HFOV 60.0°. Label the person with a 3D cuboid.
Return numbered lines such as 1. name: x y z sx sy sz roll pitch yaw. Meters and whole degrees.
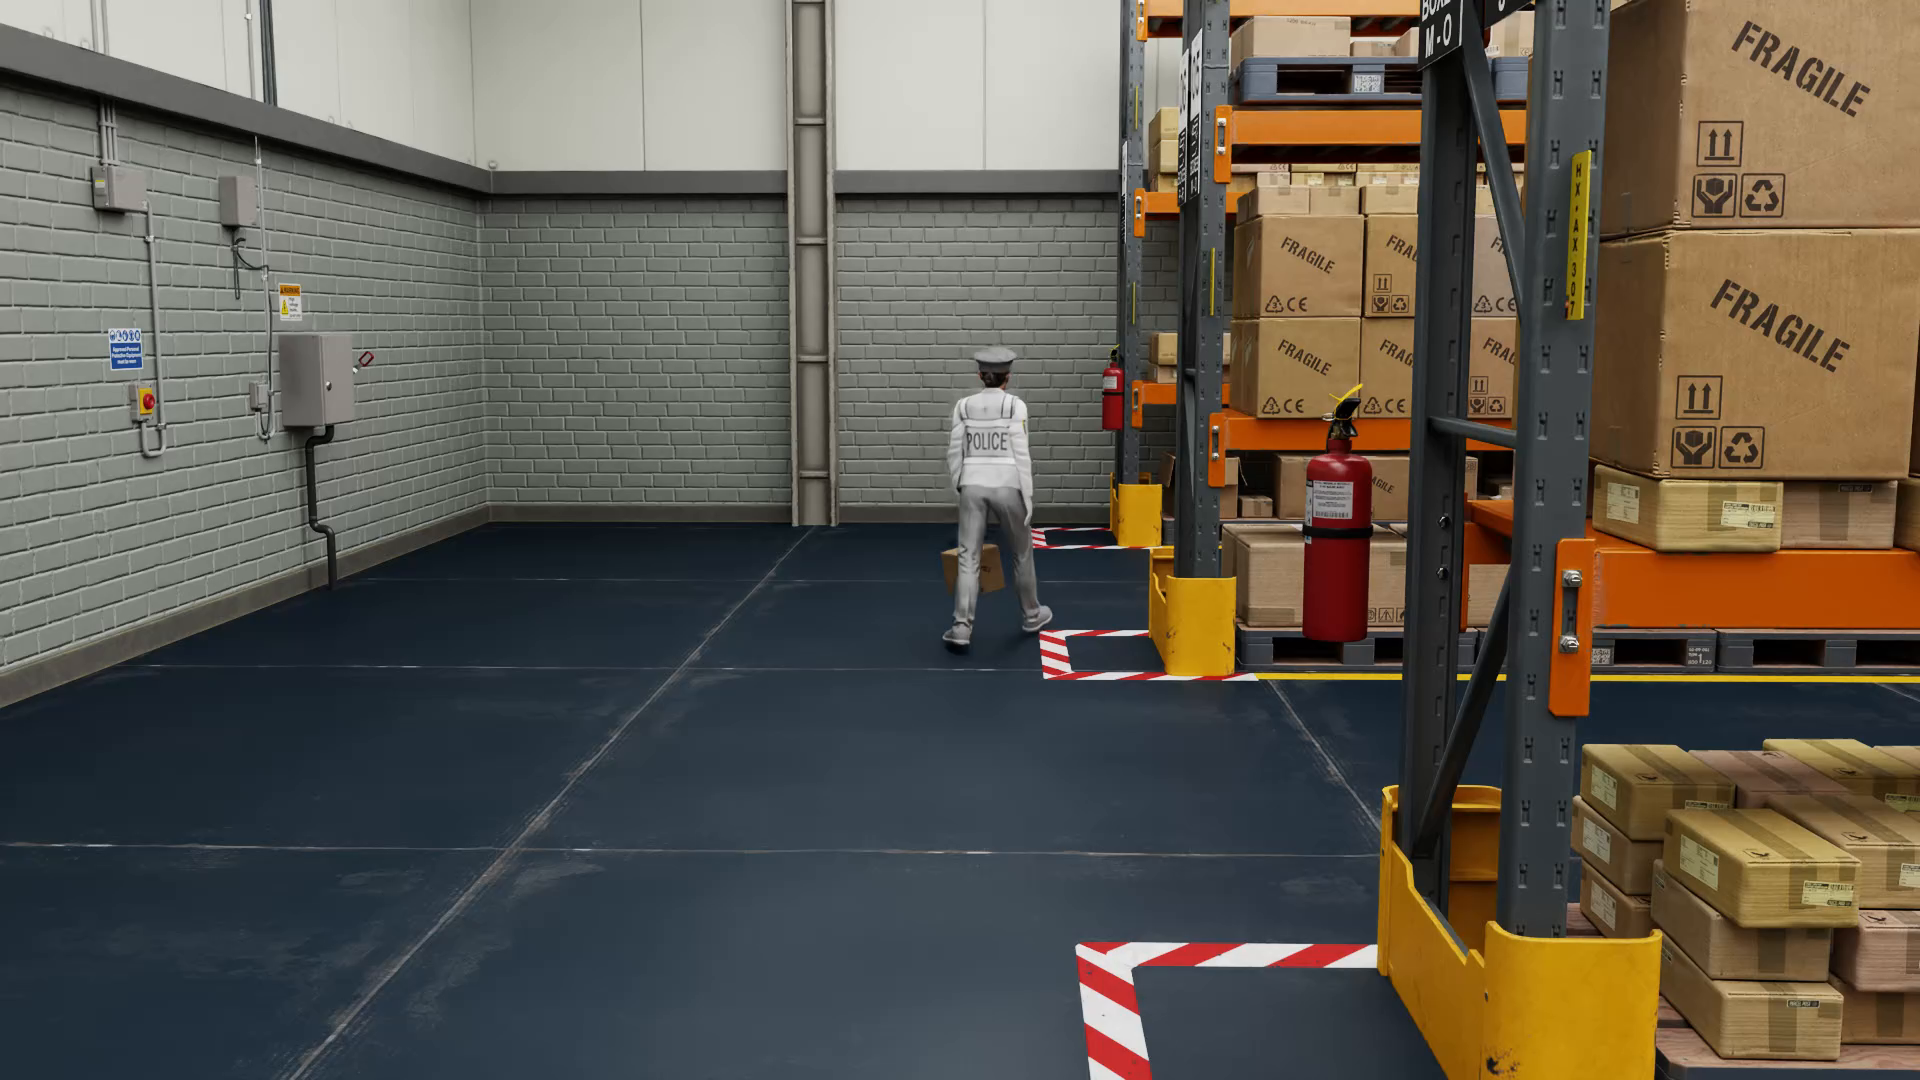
1. person: 0.180 -0.261 9.303 0.524 1.624 0.913 2 8 18
